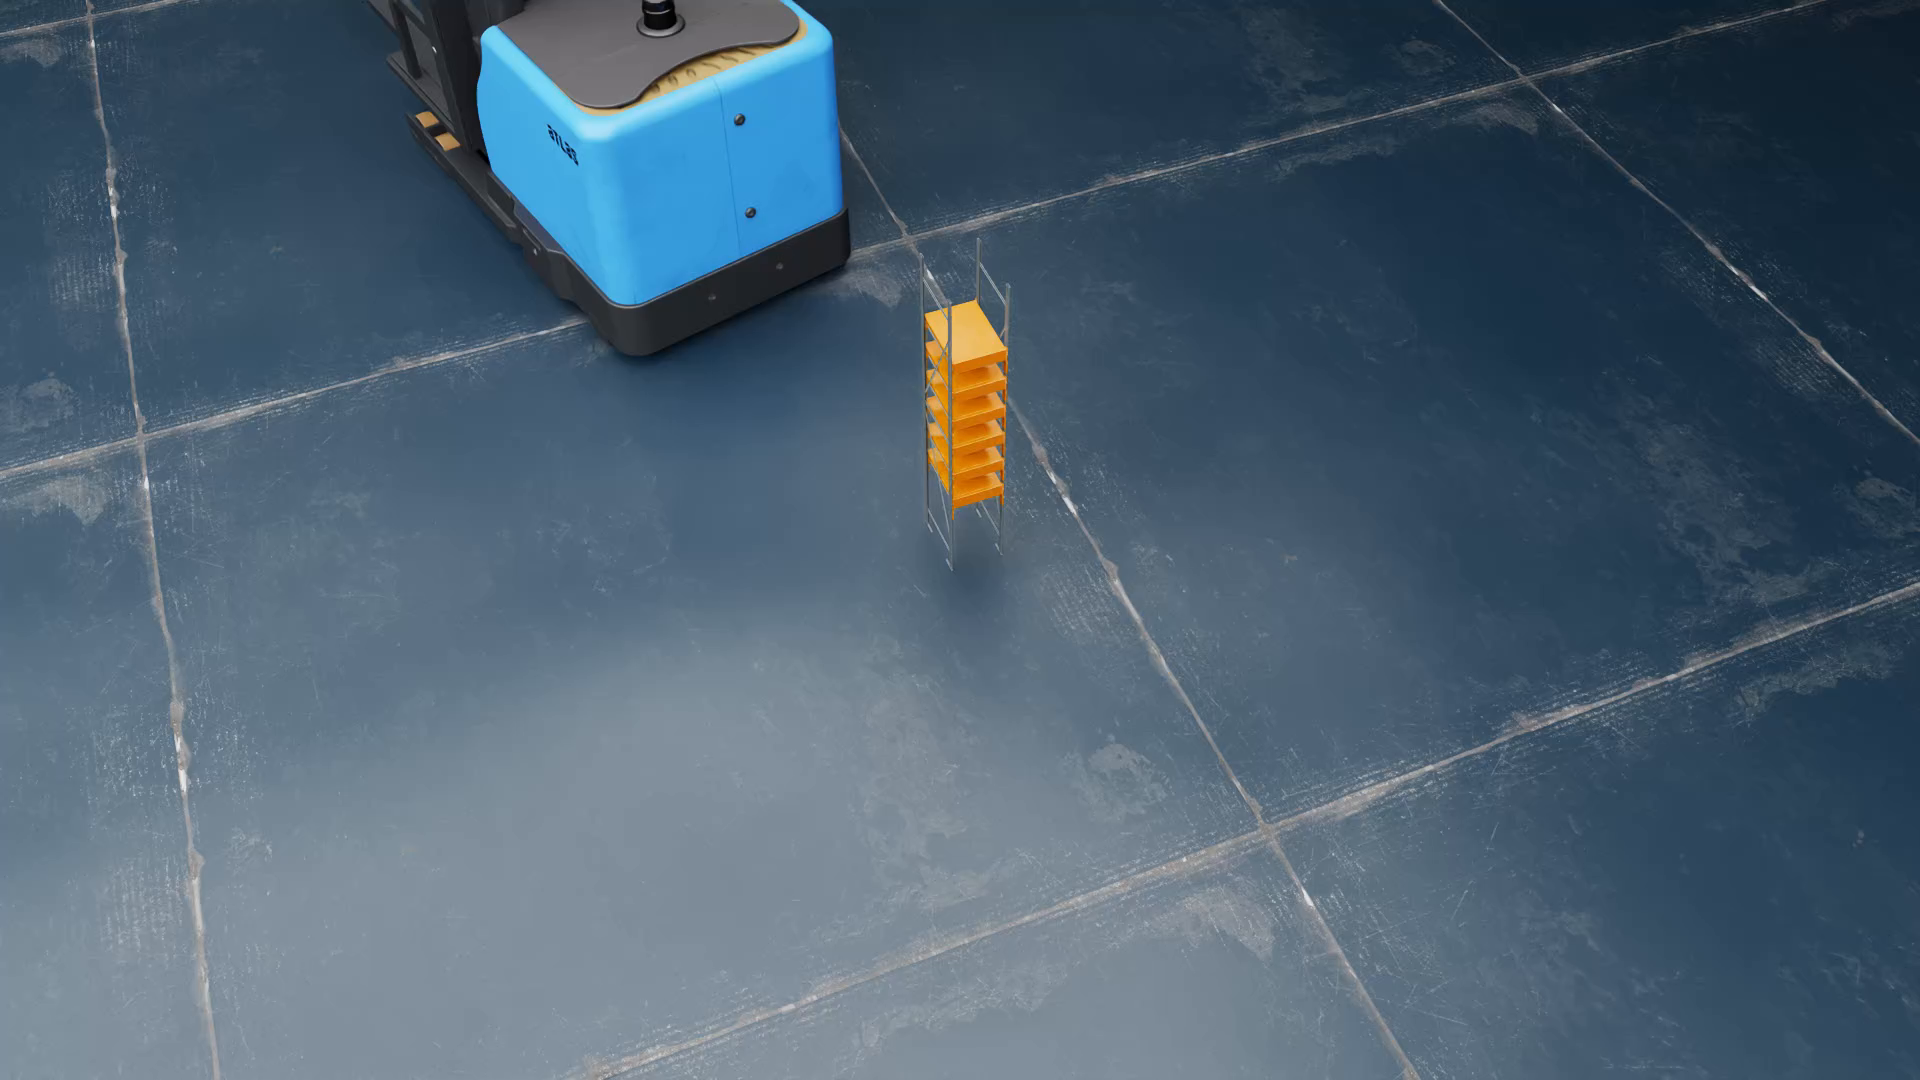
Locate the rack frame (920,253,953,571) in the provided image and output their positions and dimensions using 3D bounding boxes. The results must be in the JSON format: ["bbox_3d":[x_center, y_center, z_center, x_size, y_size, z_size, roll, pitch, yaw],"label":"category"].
[{"bbox_3d":[-0.071,-0.369,5.276,0.006,1.200,0.240,-17,52,-14],"label":"rack frame"}]

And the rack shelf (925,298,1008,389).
[{"bbox_3d":[0.013,-0.601,5.059,0.180,0.103,0.258,-17,52,-14],"label":"rack shelf"}]

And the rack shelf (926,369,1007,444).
[{"bbox_3d":[0.013,-0.444,5.241,0.180,0.103,0.258,-17,52,-14],"label":"rack shelf"}]

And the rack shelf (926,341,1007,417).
[{"bbox_3d":[0.013,-0.522,5.150,0.180,0.103,0.258,-17,52,-14],"label":"rack shelf"}]

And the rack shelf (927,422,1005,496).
[{"bbox_3d":[0.013,-0.288,5.423,0.180,0.103,0.258,-17,52,-14],"label":"rack shelf"}]

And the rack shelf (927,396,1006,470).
[{"bbox_3d":[0.013,-0.366,5.332,0.180,0.103,0.258,-17,52,-14],"label":"rack shelf"}]

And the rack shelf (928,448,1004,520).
[{"bbox_3d":[0.013,-0.210,5.514,0.180,0.103,0.258,-17,52,-14],"label":"rack shelf"}]

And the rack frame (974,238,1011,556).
[{"bbox_3d":[0.098,-0.421,5.321,0.006,1.200,0.240,-17,52,-14],"label":"rack frame"}]

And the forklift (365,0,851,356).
[{"bbox_3d":[-1.718,-2.725,6.158,1.130,2.935,3.031,-29,55,-23],"label":"forklift"}]

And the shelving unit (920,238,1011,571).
[{"bbox_3d":[0.013,-0.395,5.298,0.189,1.200,0.258,-17,52,-14],"label":"shelving unit"}]
